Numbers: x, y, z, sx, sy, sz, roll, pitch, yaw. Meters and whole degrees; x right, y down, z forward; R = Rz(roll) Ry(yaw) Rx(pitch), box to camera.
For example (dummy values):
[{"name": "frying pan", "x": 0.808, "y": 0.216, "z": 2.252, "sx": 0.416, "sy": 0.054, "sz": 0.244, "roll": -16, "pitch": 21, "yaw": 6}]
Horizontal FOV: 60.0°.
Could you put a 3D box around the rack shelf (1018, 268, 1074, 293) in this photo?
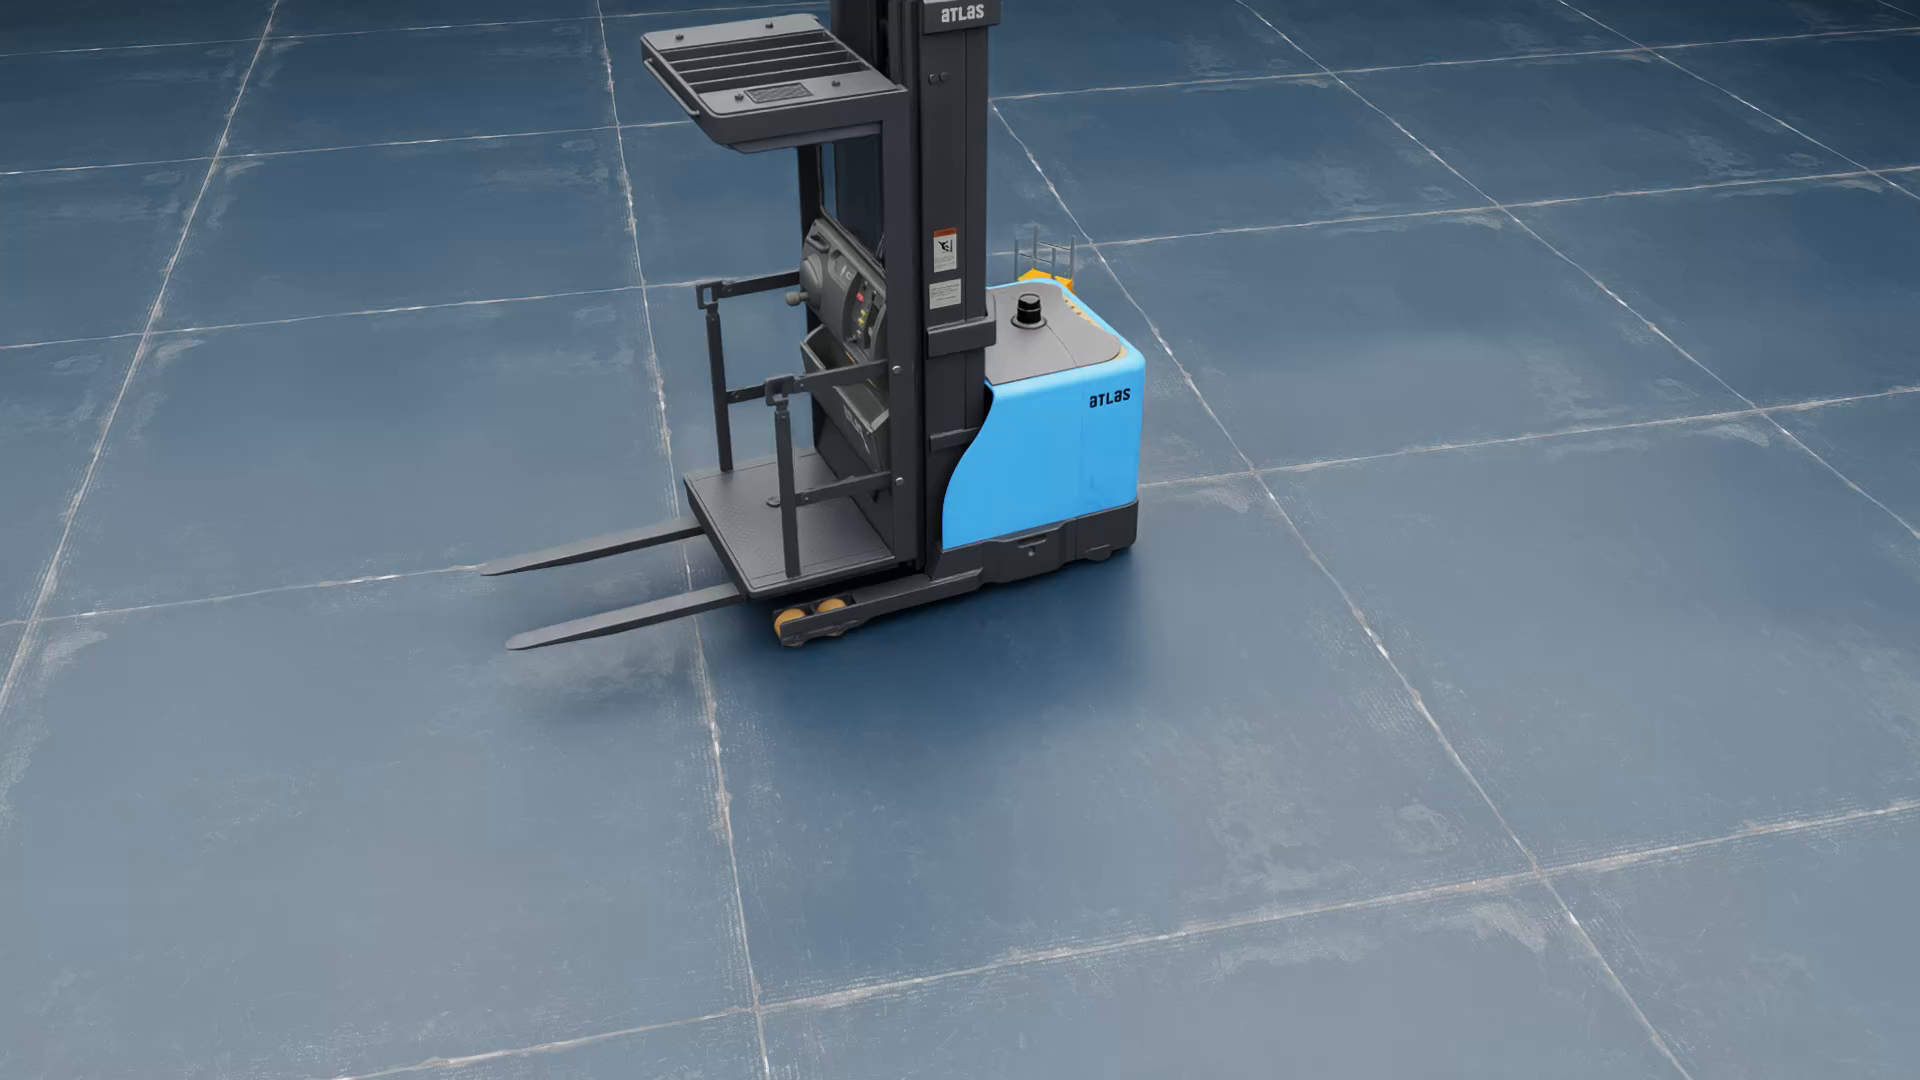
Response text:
[{"name": "rack shelf", "x": 0.427, "y": -1.289, "z": 8.528, "sx": 0.258, "sy": 0.103, "sz": 0.180, "roll": 20, "pitch": 39, "yaw": 27}]

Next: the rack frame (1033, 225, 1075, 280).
[{"name": "rack frame", "x": 0.478, "y": -1.070, "z": 8.767, "sx": 0.240, "sy": 1.200, "sz": 0.006, "roll": 20, "pitch": 39, "yaw": 27}]

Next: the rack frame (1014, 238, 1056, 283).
[{"name": "rack frame", "x": 0.376, "y": -0.985, "z": 8.641, "sx": 0.240, "sy": 1.200, "sz": 0.006, "roll": 20, "pitch": 39, "yaw": 27}]

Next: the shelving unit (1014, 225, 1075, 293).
[{"name": "shelving unit", "x": 0.427, "y": -1.027, "z": 8.704, "sx": 0.258, "sy": 1.200, "sz": 0.189, "roll": 20, "pitch": 39, "yaw": 27}]

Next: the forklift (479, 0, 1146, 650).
[{"name": "forklift", "x": -0.698, "y": -1.072, "z": 7.217, "sx": 3.031, "sy": 2.935, "sz": 1.130, "roll": -14, "pitch": 36, "yaw": -20}]
